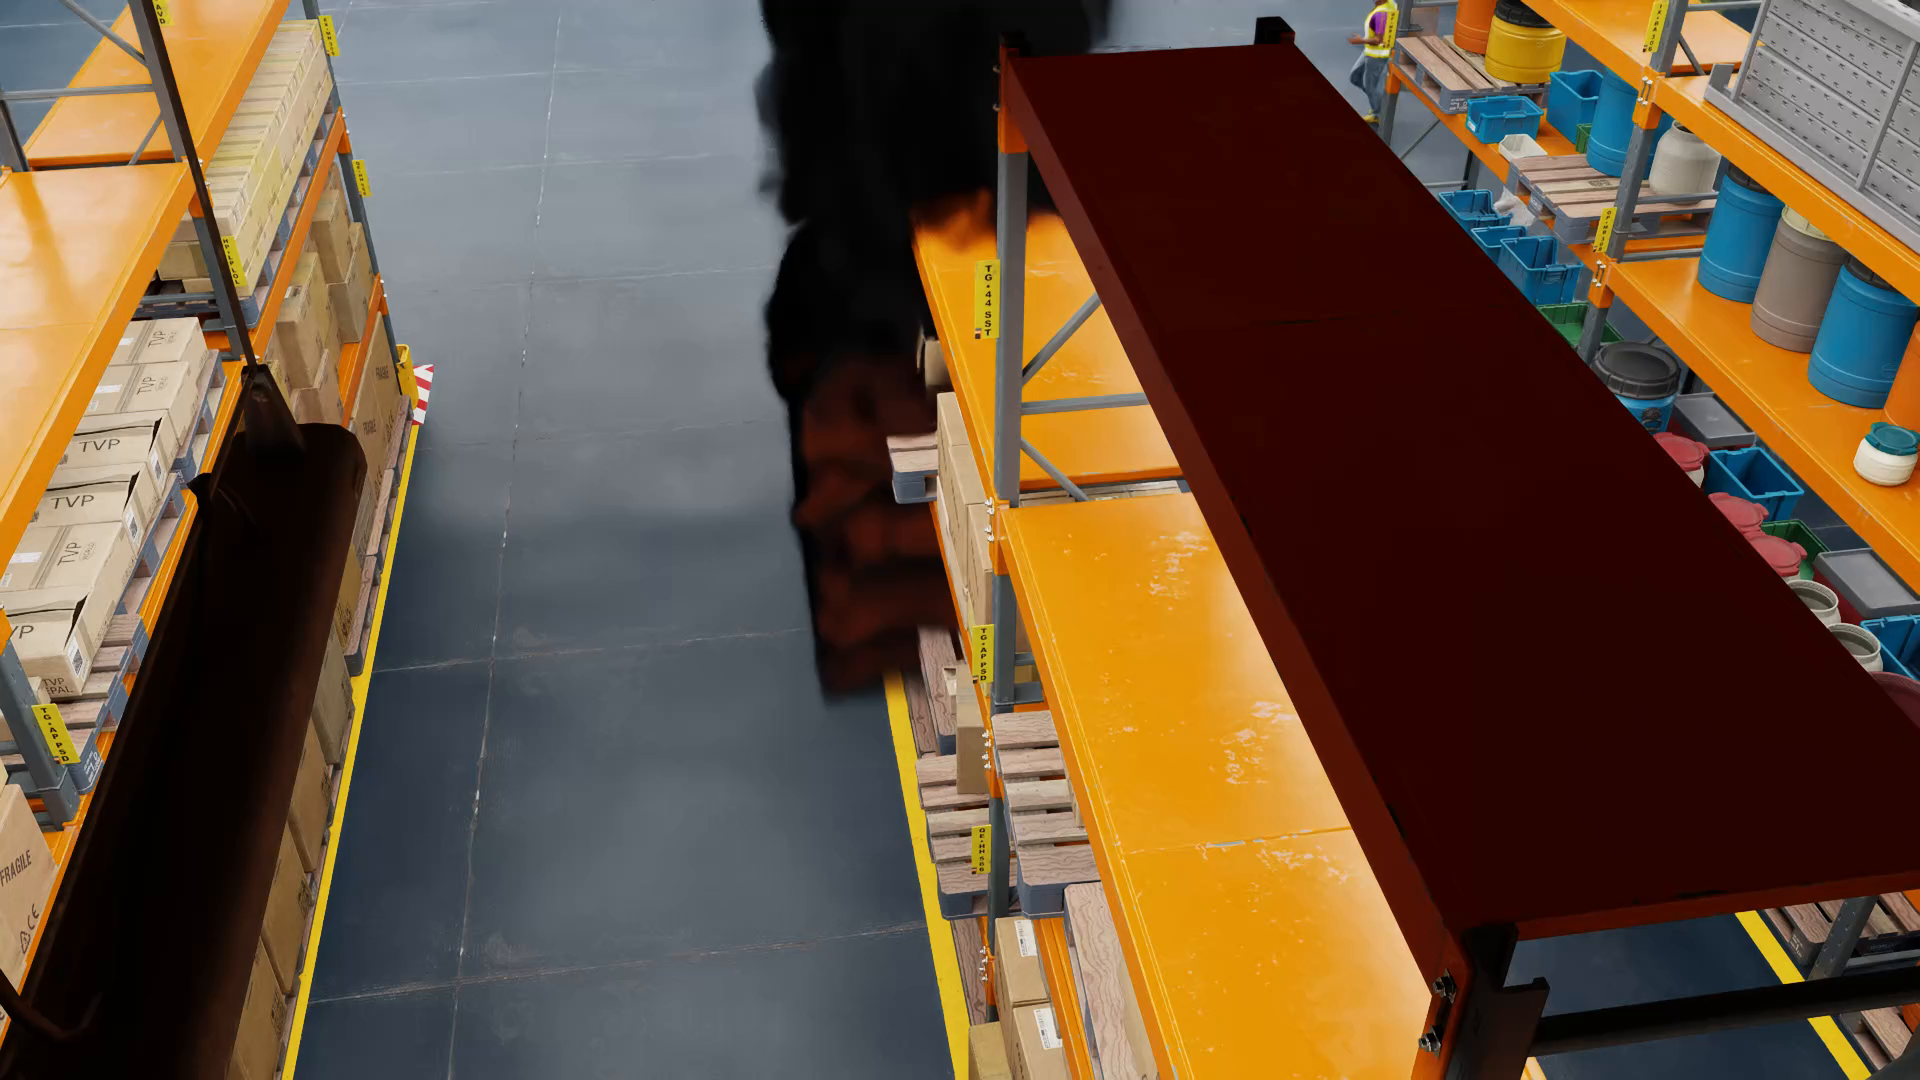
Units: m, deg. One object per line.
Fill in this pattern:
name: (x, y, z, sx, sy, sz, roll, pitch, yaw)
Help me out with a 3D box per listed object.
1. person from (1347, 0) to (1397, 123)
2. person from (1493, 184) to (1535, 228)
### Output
person: (4.933, -5.855, 19.952, 0.599, 1.728, 0.673, 8, 37, 11)
person: (5.460, -3.260, 16.445, 0.778, 1.686, 0.704, -19, 40, -24)
